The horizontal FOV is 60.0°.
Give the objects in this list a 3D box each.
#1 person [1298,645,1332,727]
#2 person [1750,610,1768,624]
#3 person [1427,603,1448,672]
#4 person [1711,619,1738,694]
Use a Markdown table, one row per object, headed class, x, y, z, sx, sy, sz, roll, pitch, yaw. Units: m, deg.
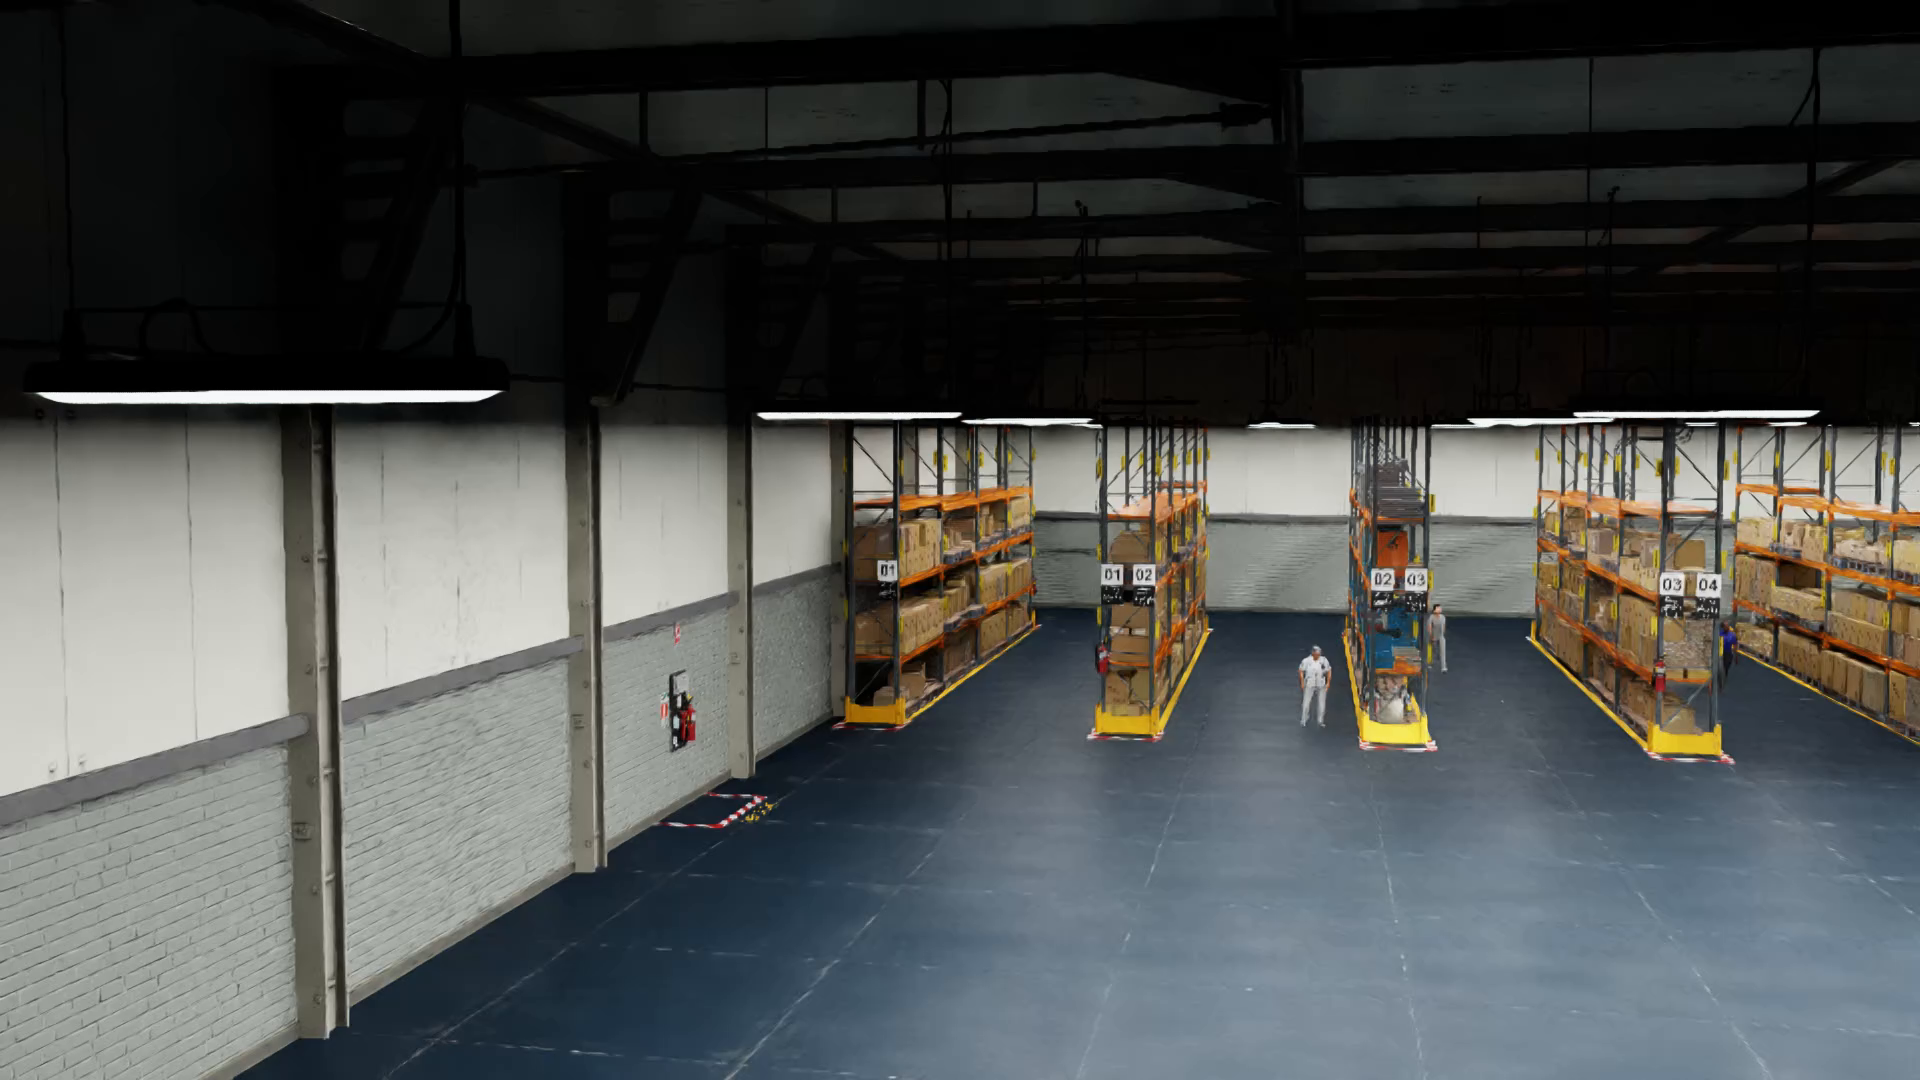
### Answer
| class | x | y | z | sx | sy | sz | roll | pitch | yaw |
| --- | --- | --- | --- | --- | --- | --- | --- | --- | --- |
| person | 6.821 | 2.798 | 31.955 | 0.625 | 1.611 | 0.582 | 1 | 4 | 10 |
| person | 22.741 | 1.724 | 47.245 | 0.620 | 1.723 | 0.956 | 3 | 5 | 35 |
| person | 11.239 | 2.294 | 39.240 | 0.444 | 1.603 | 1.016 | 0 | 4 | 4 |
| person | 16.618 | 2.513 | 36.104 | 0.461 | 1.596 | 0.986 | 1 | 4 | 10 |
